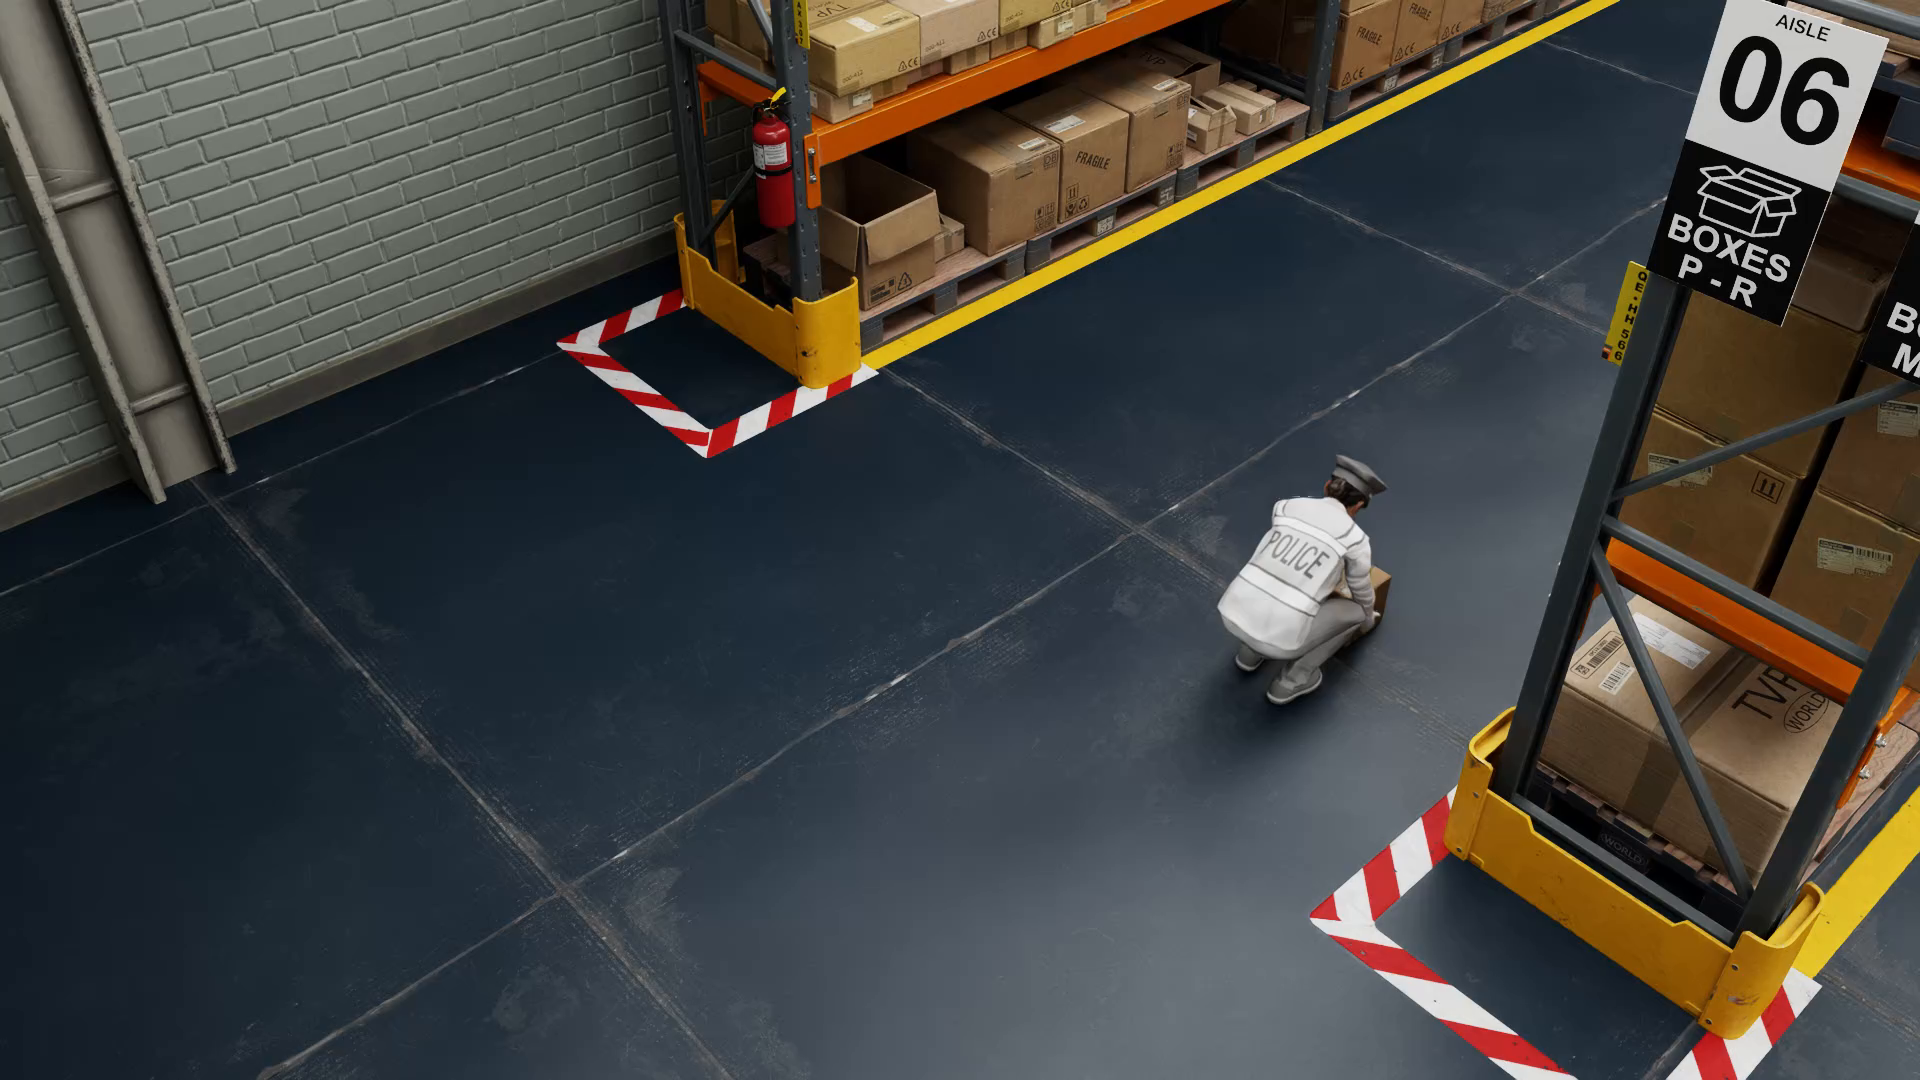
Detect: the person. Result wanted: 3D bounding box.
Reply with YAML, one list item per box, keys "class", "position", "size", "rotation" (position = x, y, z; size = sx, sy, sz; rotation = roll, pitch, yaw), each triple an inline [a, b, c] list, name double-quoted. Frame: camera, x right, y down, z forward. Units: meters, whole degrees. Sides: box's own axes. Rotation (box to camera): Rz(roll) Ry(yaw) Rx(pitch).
- class: "person"
  position: [1.380, 0.155, 6.617]
  size: [0.858, 0.850, 0.480]
  rotation: [-30, 49, -31]
